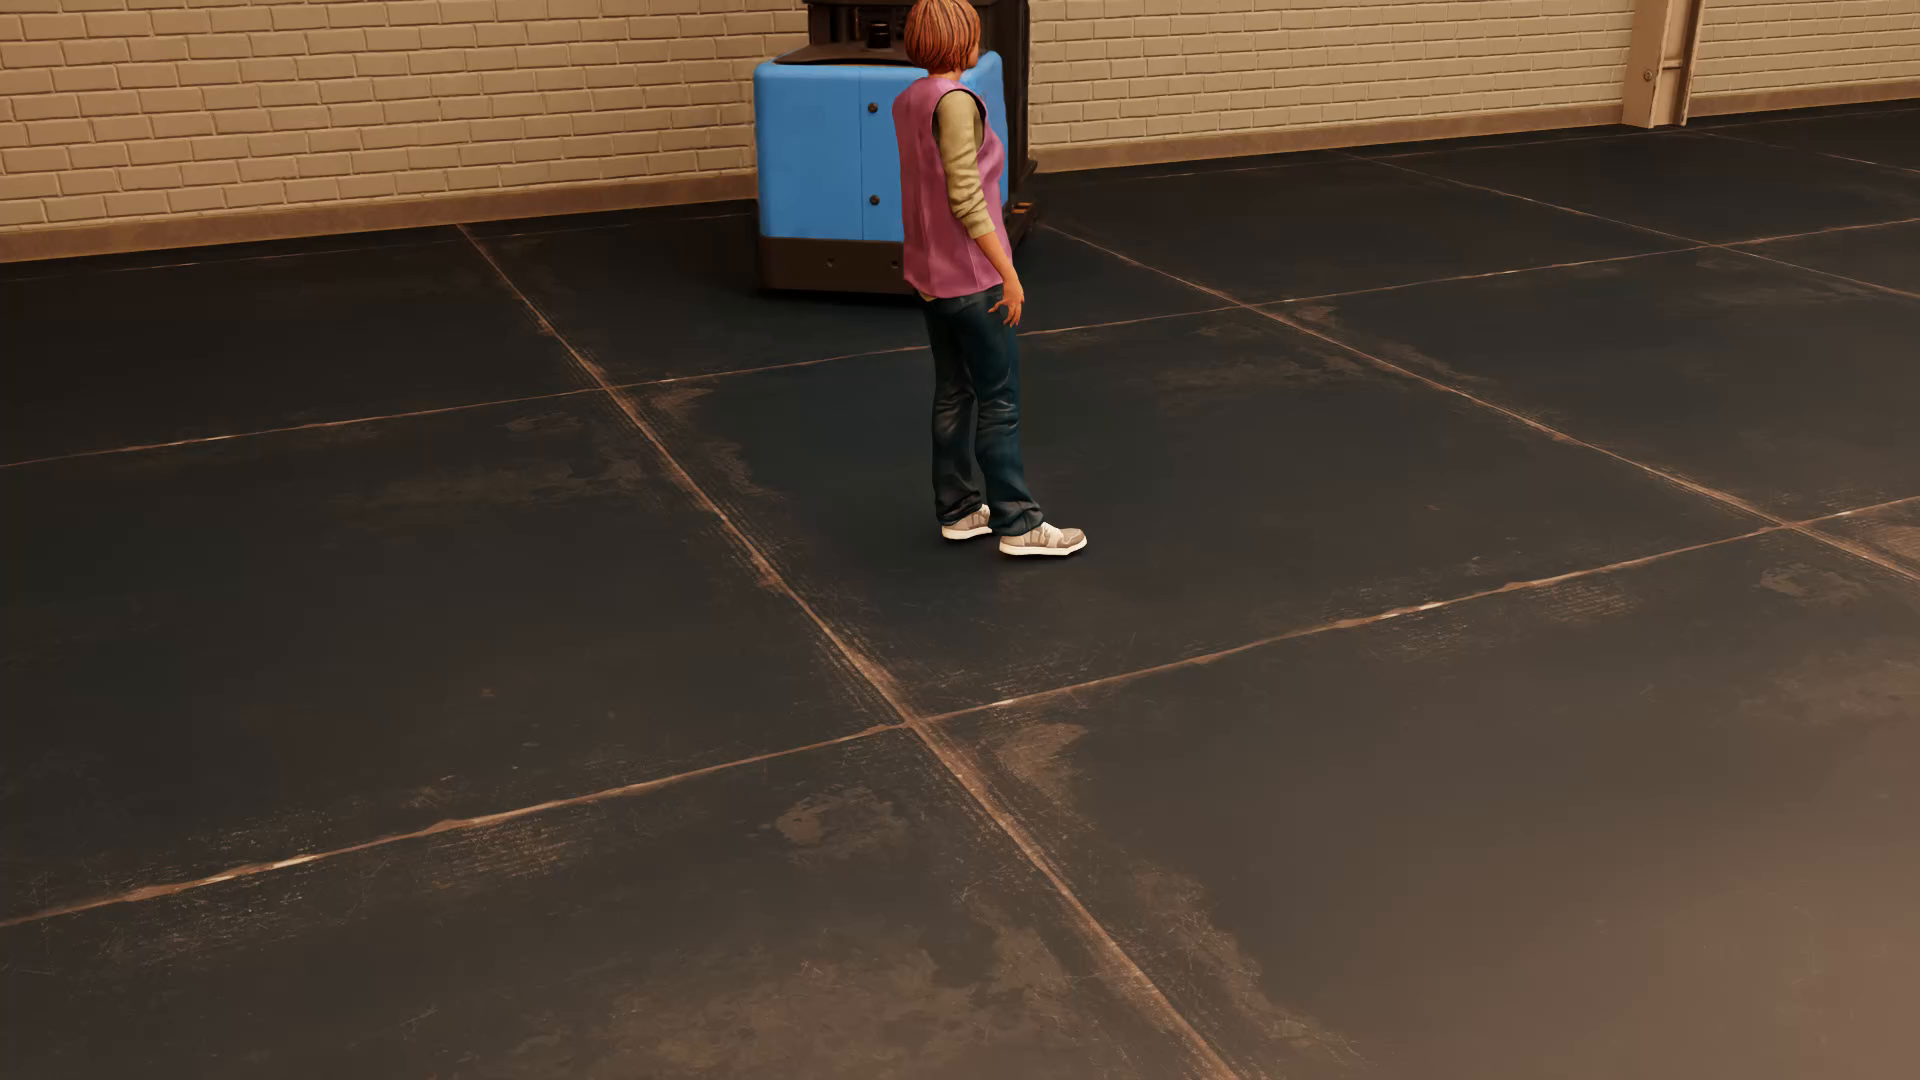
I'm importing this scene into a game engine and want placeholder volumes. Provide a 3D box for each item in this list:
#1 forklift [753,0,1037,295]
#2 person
[{"bbox_3d":[-0.184,-2.998,8.502,1.130,2.935,3.031,4,23,9],"label":"forklift"},{"bbox_3d":[0.073,-0.709,4.832,0.476,1.504,0.520,-10,25,-23],"label":"person"}]
